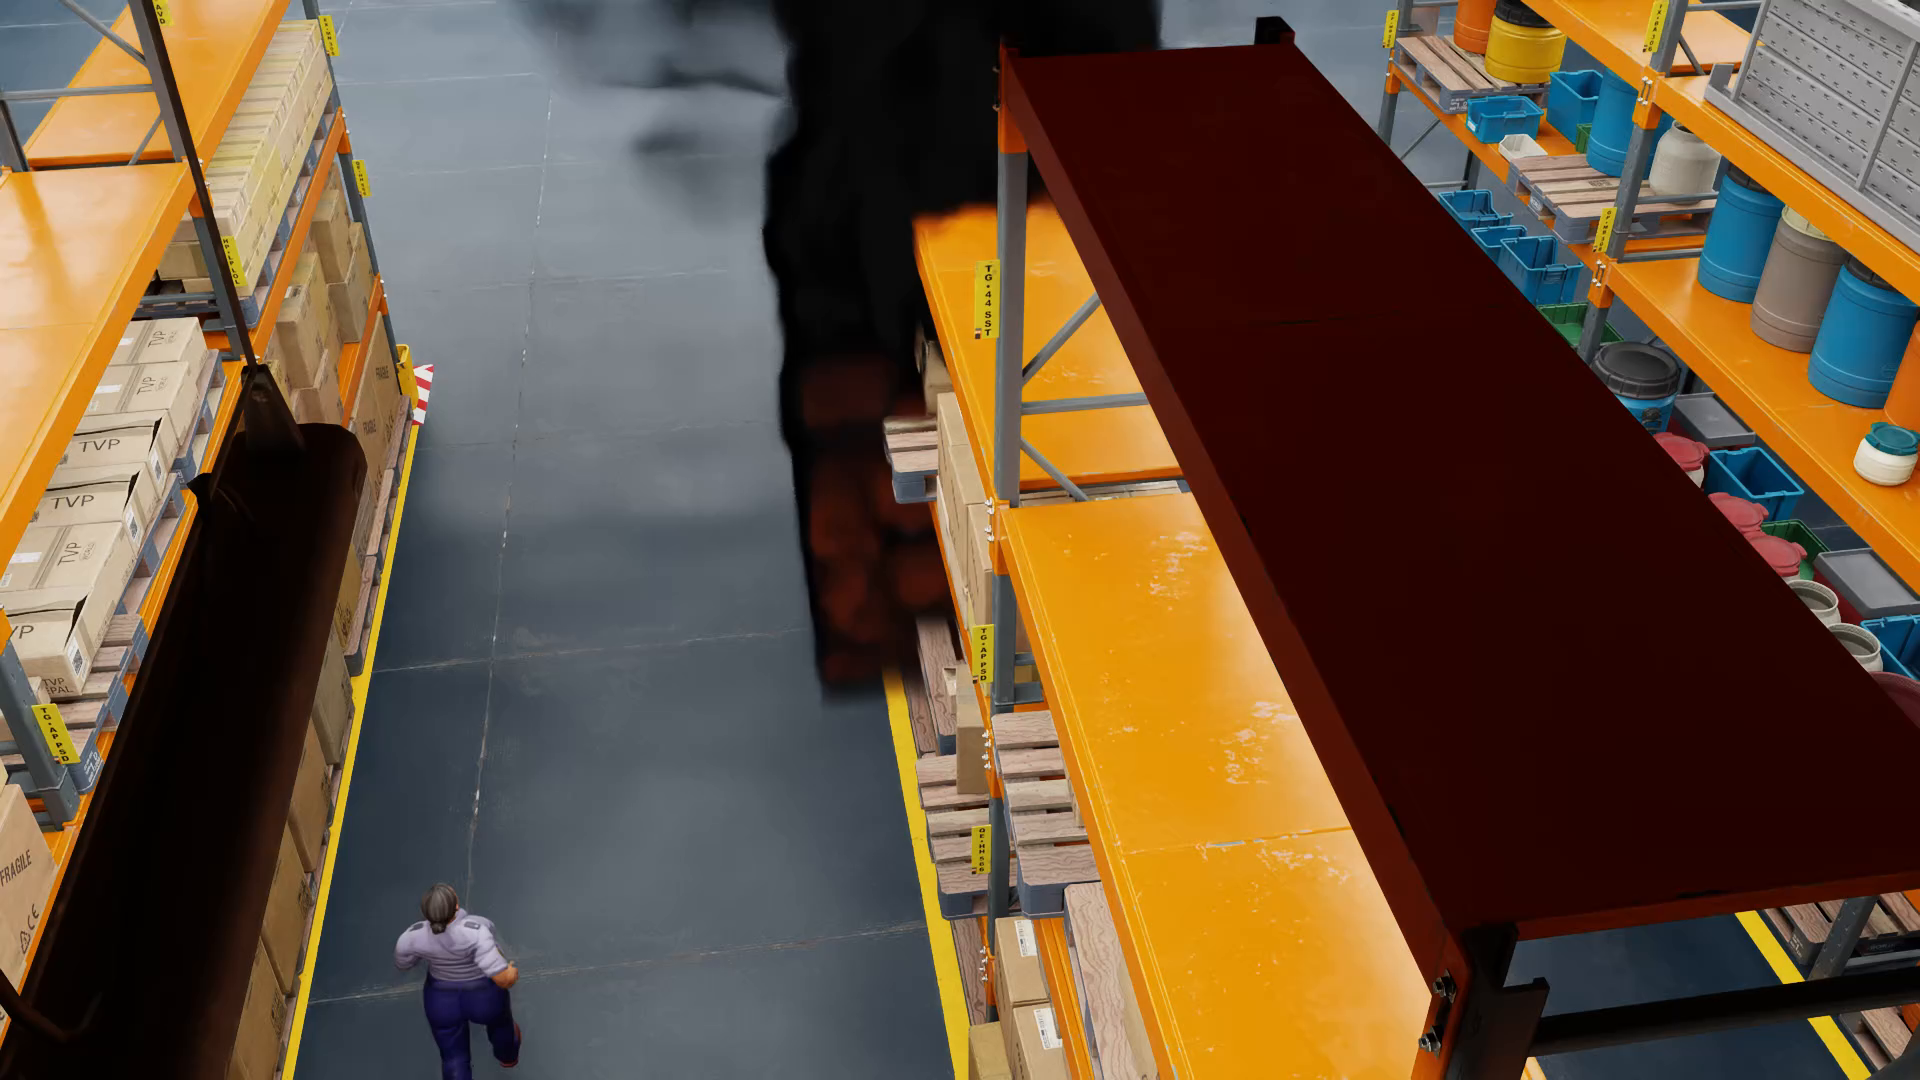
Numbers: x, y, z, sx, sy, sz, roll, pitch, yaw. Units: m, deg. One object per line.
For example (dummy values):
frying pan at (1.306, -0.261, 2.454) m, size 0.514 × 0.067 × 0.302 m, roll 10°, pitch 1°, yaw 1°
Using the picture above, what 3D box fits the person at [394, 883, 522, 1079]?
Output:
person at (-2.497, 2.322, 8.440) m, size 0.614 × 1.686 × 0.867 m, roll -4°, pitch 36°, yaw -5°
